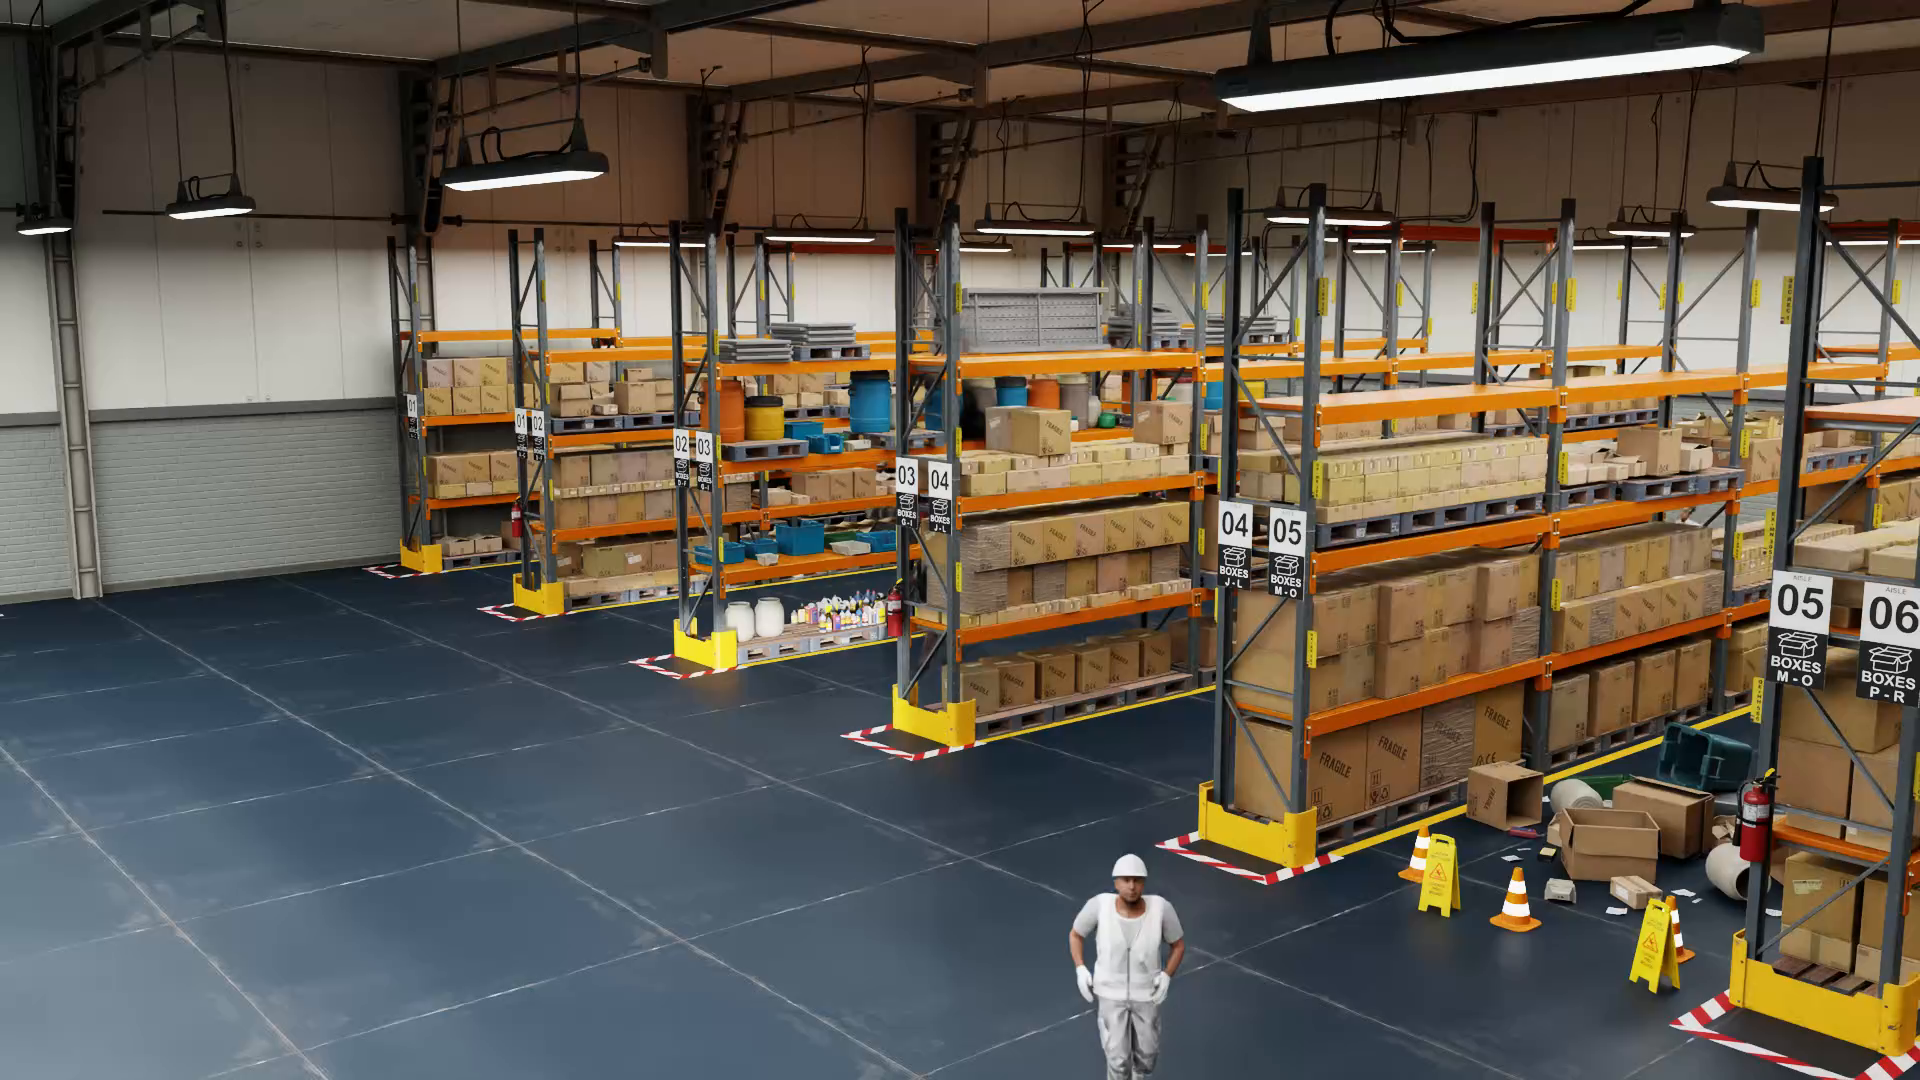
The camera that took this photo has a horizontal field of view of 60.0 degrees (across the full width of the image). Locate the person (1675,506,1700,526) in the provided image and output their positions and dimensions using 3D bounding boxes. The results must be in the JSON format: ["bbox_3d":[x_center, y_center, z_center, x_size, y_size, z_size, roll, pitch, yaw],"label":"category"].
[{"bbox_3d":[11.699,0.237,26.821,0.729,1.681,0.613,-7,11,-39],"label":"person"}]

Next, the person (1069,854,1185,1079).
[{"bbox_3d":[1.017,2.753,10.162,0.708,1.756,0.749,0,9,2],"label":"person"}]

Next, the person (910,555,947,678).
[{"bbox_3d":[-0.300,0.807,21.049,0.854,1.794,0.663,-6,11,-35],"label":"person"}]

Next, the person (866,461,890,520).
[{"bbox_3d":[-1.649,-0.804,33.484,0.560,1.660,0.592,7,11,39],"label":"person"}]
